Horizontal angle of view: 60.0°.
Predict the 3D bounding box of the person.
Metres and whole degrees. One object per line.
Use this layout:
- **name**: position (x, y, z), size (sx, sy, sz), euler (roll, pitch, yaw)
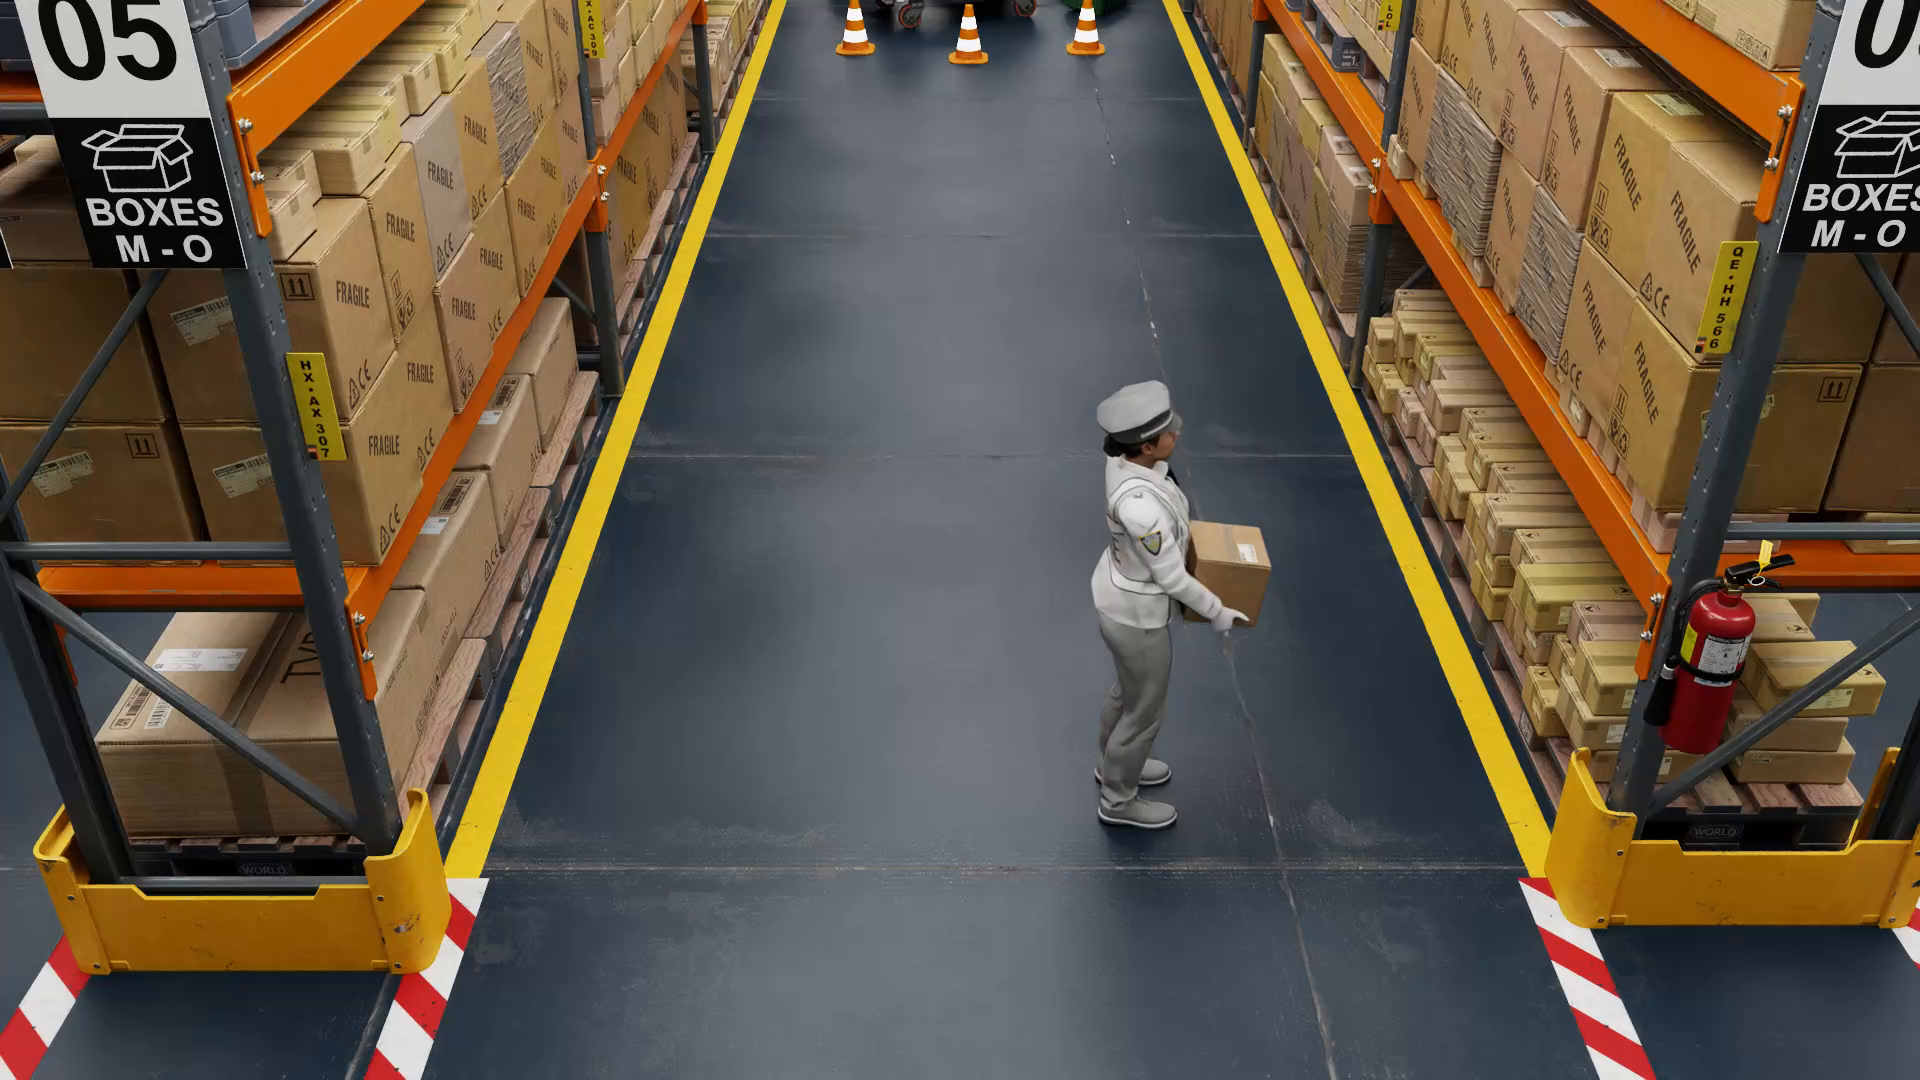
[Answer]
- **person**: position (0.705, 0.238, 5.731), size (0.530, 1.691, 0.446), euler (0, 32, -1)
